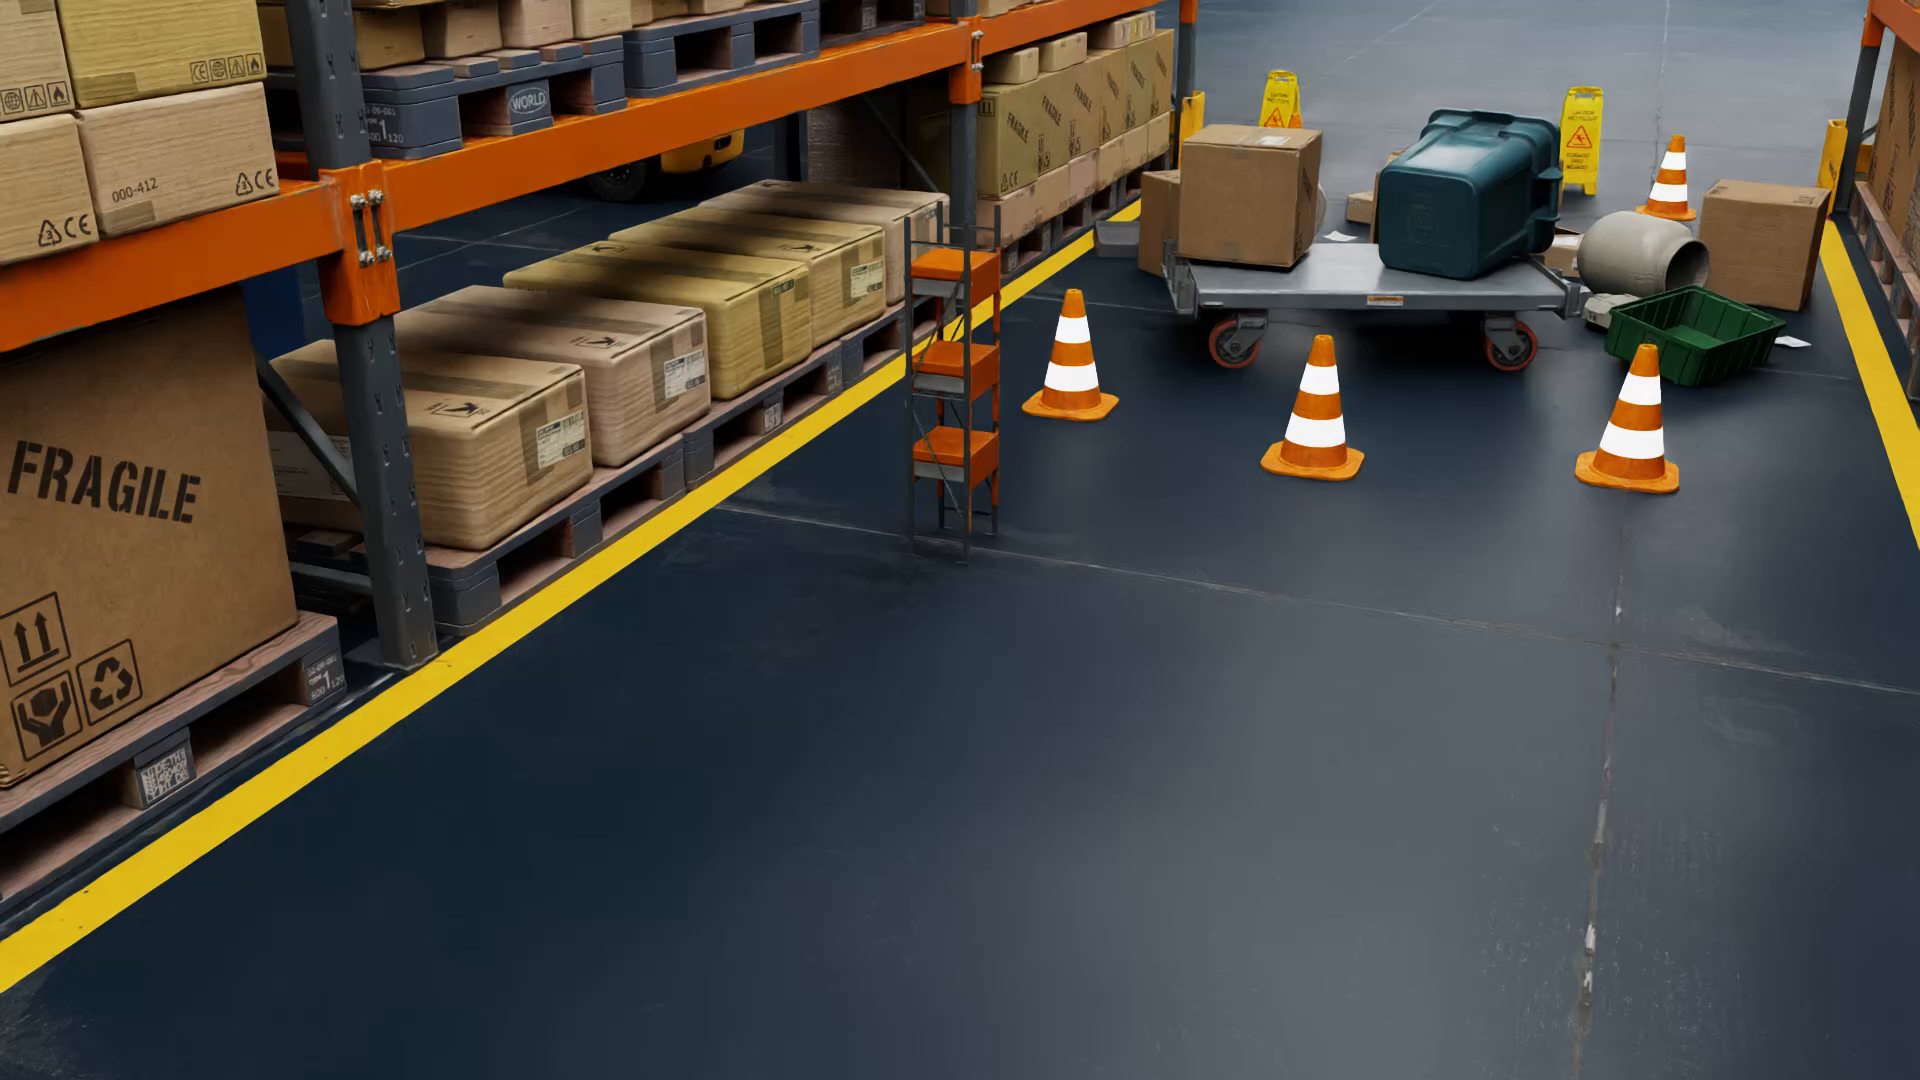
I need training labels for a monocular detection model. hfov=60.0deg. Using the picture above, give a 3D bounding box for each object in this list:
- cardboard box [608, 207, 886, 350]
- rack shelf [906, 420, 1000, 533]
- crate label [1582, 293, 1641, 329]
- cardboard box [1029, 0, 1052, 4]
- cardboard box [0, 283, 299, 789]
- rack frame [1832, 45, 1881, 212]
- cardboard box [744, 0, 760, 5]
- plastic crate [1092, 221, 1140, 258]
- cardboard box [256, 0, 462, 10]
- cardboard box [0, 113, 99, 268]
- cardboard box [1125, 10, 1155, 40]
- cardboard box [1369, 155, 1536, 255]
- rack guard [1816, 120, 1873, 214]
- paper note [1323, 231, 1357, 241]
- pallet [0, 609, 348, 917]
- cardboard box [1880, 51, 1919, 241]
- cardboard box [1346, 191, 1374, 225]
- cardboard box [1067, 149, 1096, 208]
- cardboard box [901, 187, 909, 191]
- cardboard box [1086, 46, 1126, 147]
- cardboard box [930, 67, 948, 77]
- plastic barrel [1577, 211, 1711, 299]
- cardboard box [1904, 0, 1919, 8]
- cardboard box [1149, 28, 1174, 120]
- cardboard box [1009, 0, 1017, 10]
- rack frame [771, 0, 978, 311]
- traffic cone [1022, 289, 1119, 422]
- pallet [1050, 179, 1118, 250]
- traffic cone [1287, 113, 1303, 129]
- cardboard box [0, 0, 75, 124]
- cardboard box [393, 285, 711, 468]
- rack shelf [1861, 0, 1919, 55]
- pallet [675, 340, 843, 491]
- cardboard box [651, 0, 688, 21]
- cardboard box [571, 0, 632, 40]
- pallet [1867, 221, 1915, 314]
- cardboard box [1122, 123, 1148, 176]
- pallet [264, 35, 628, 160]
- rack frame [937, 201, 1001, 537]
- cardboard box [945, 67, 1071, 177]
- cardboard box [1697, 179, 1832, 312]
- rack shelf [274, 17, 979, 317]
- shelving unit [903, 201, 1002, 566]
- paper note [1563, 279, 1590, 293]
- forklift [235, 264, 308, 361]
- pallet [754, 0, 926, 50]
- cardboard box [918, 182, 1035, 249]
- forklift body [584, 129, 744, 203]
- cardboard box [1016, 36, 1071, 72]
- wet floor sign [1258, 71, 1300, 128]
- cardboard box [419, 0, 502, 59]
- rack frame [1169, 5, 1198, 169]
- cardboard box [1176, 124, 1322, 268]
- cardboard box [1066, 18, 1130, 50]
[{"bbox_3d":[-0.864,-1.087,6.824,0.950,0.372,0.625,10,25,23],"label":"cardboard box"},{"bbox_3d":[-0.020,-0.199,5.113,0.215,0.259,0.240,9,24,20],"label":"rack shelf"},{"bbox_3d":[2.987,-1.026,7.530,0.298,0.136,0.250,-7,24,-17],"label":"crate label"},{"bbox_3d":[0.248,-2.783,8.346,0.380,0.149,0.250,10,25,22],"label":"cardboard box"},{"bbox_3d":[-2.227,-0.098,3.804,0.875,0.875,0.875,9,24,20],"label":"cardboard box"},{"bbox_3d":[5.712,-3.310,9.283,1.000,3.000,0.127,9,24,20],"label":"rack frame"},{"bbox_3d":[-0.928,-1.963,5.838,0.380,0.149,0.250,8,24,18],"label":"cardboard box"},{"bbox_3d":[0.937,-1.648,9.093,0.402,0.080,0.583,1,23,2],"label":"plastic crate"},{"bbox_3d":[-1.511,-1.625,4.188,0.500,0.500,0.500,8,24,19],"label":"cardboard box"},{"bbox_3d":[-2.015,-0.647,3.103,0.500,0.250,0.500,9,24,21],"label":"cardboard box"},{"bbox_3d":[0.949,-3.088,9.959,0.380,0.149,0.250,10,24,22],"label":"cardboard box"},{"bbox_3d":[2.437,-1.566,8.171,0.797,0.637,0.503,9,24,20],"label":"cardboard box"},{"bbox_3d":[5.721,-2.165,9.785,1.175,0.500,0.348,9,24,20],"label":"rack guard"},{"bbox_3d":[2.121,-1.702,9.299,0.148,0.019,0.142,19,29,38],"label":"paper note"},{"bbox_3d":[-2.256,0.438,3.927,1.003,0.211,1.213,9,24,20],"label":"pallet"},{"bbox_3d":[5.196,-1.956,8.253,0.875,0.875,0.875,8,24,19],"label":"cardboard box"},{"bbox_3d":[2.467,-1.909,9.628,0.250,0.149,0.380,-17,28,-35],"label":"cardboard box"},{"bbox_3d":[0.445,-2.032,9.244,0.500,0.250,0.500,8,24,19],"label":"cardboard box"},{"bbox_3d":[-0.437,-1.726,8.513,0.500,0.250,0.500,10,25,22],"label":"cardboard box"},{"bbox_3d":[0.638,-2.563,9.543,0.500,0.500,0.500,8,24,19],"label":"cardboard box"},{"bbox_3d":[-0.249,-2.255,8.806,0.500,0.500,0.500,9,24,21],"label":"cardboard box"},{"bbox_3d":[3.223,-1.315,7.850,0.421,0.421,0.512,-12,25,-26],"label":"plastic barrel"},{"bbox_3d":[5.107,-2.858,8.005,0.875,0.550,0.550,9,24,20],"label":"cardboard box"},{"bbox_3d":[1.023,-2.930,10.421,0.500,0.500,0.500,9,24,20],"label":"cardboard box"},{"bbox_3d":[0.053,-2.600,7.908,0.380,0.149,0.250,10,24,22],"label":"cardboard box"},{"bbox_3d":[-0.407,-2.551,7.466,1.000,3.000,0.127,9,24,20],"label":"rack frame"},{"bbox_3d":[0.432,-0.736,6.413,0.336,0.463,0.334,9,24,20],"label":"traffic cone"},{"bbox_3d":[0.261,-1.948,9.640,1.003,0.211,1.213,9,24,20],"label":"pallet"},{"bbox_3d":[2.116,-2.473,10.571,0.336,0.463,0.334,9,24,20],"label":"traffic cone"},{"bbox_3d":[-2.024,-0.888,3.029,0.500,0.250,0.500,8,24,19],"label":"cardboard box"},{"bbox_3d":[-1.407,-0.567,5.580,0.950,0.372,0.625,8,24,19],"label":"cardboard box"},{"bbox_3d":[4.969,-2.262,7.708,1.077,0.370,4.000,9,24,20],"label":"rack shelf"},{"bbox_3d":[-1.147,-0.548,6.287,1.003,0.211,1.213,9,24,20],"label":"pallet"},{"bbox_3d":[-1.112,-1.775,5.388,0.380,0.149,0.250,10,25,22],"label":"cardboard box"},{"bbox_3d":[-1.198,-1.570,4.899,0.380,0.149,0.250,9,24,20],"label":"cardboard box"},{"bbox_3d":[5.033,-1.291,8.067,1.003,0.211,1.213,9,24,20],"label":"pallet"},{"bbox_3d":[0.828,-2.396,10.116,0.500,0.250,0.500,9,24,20],"label":"cardboard box"},{"bbox_3d":[-1.727,-1.302,4.723,1.213,0.211,1.003,9,24,20],"label":"pallet"},{"bbox_3d":[0.025,-0.509,5.106,0.200,1.050,0.008,9,24,20],"label":"rack frame"},{"bbox_3d":[0.250,-2.188,8.646,0.500,0.500,0.500,10,25,22],"label":"cardboard box"},{"bbox_3d":[3.850,-1.429,8.019,0.500,0.500,0.500,13,26,29],"label":"cardboard box"},{"bbox_3d":[-1.150,-1.503,5.891,1.077,0.370,4.000,9,24,20],"label":"rack shelf"},{"bbox_3d":[-0.020,-0.465,5.002,0.215,1.050,0.252,9,24,20],"label":"shelving unit"},{"bbox_3d":[3.031,-1.253,8.220,0.172,0.023,0.155,19,29,38],"label":"paper note"},{"bbox_3d":[-3.905,-1.670,5.444,3.031,2.935,1.130,5,23,11],"label":"forklift"},{"bbox_3d":[-0.826,-2.210,6.898,1.003,0.211,1.213,9,24,20],"label":"pallet"},{"bbox_3d":[0.063,-1.649,8.328,0.500,0.250,0.500,8,24,18],"label":"cardboard box"},{"bbox_3d":[-2.542,-3.360,10.505,2.313,2.155,1.214,9,24,20],"label":"forklift body"},{"bbox_3d":[0.354,-2.514,8.586,0.380,0.149,0.250,10,25,22],"label":"cardboard box"},{"bbox_3d":[2.142,-2.811,11.142,0.267,0.644,0.232,19,29,38],"label":"wet floor sign"},{"bbox_3d":[-1.464,-1.384,4.452,0.380,0.149,0.250,7,24,17],"label":"cardboard box"},{"bbox_3d":[1.078,-3.983,10.893,1.000,3.000,0.127,9,24,20],"label":"rack frame"},{"bbox_3d":[1.256,-1.503,7.217,0.500,0.500,0.500,9,24,20],"label":"cardboard box"},{"bbox_3d":[0.753,-2.904,9.519,0.380,0.149,0.250,10,25,22],"label":"cardboard box"}]
